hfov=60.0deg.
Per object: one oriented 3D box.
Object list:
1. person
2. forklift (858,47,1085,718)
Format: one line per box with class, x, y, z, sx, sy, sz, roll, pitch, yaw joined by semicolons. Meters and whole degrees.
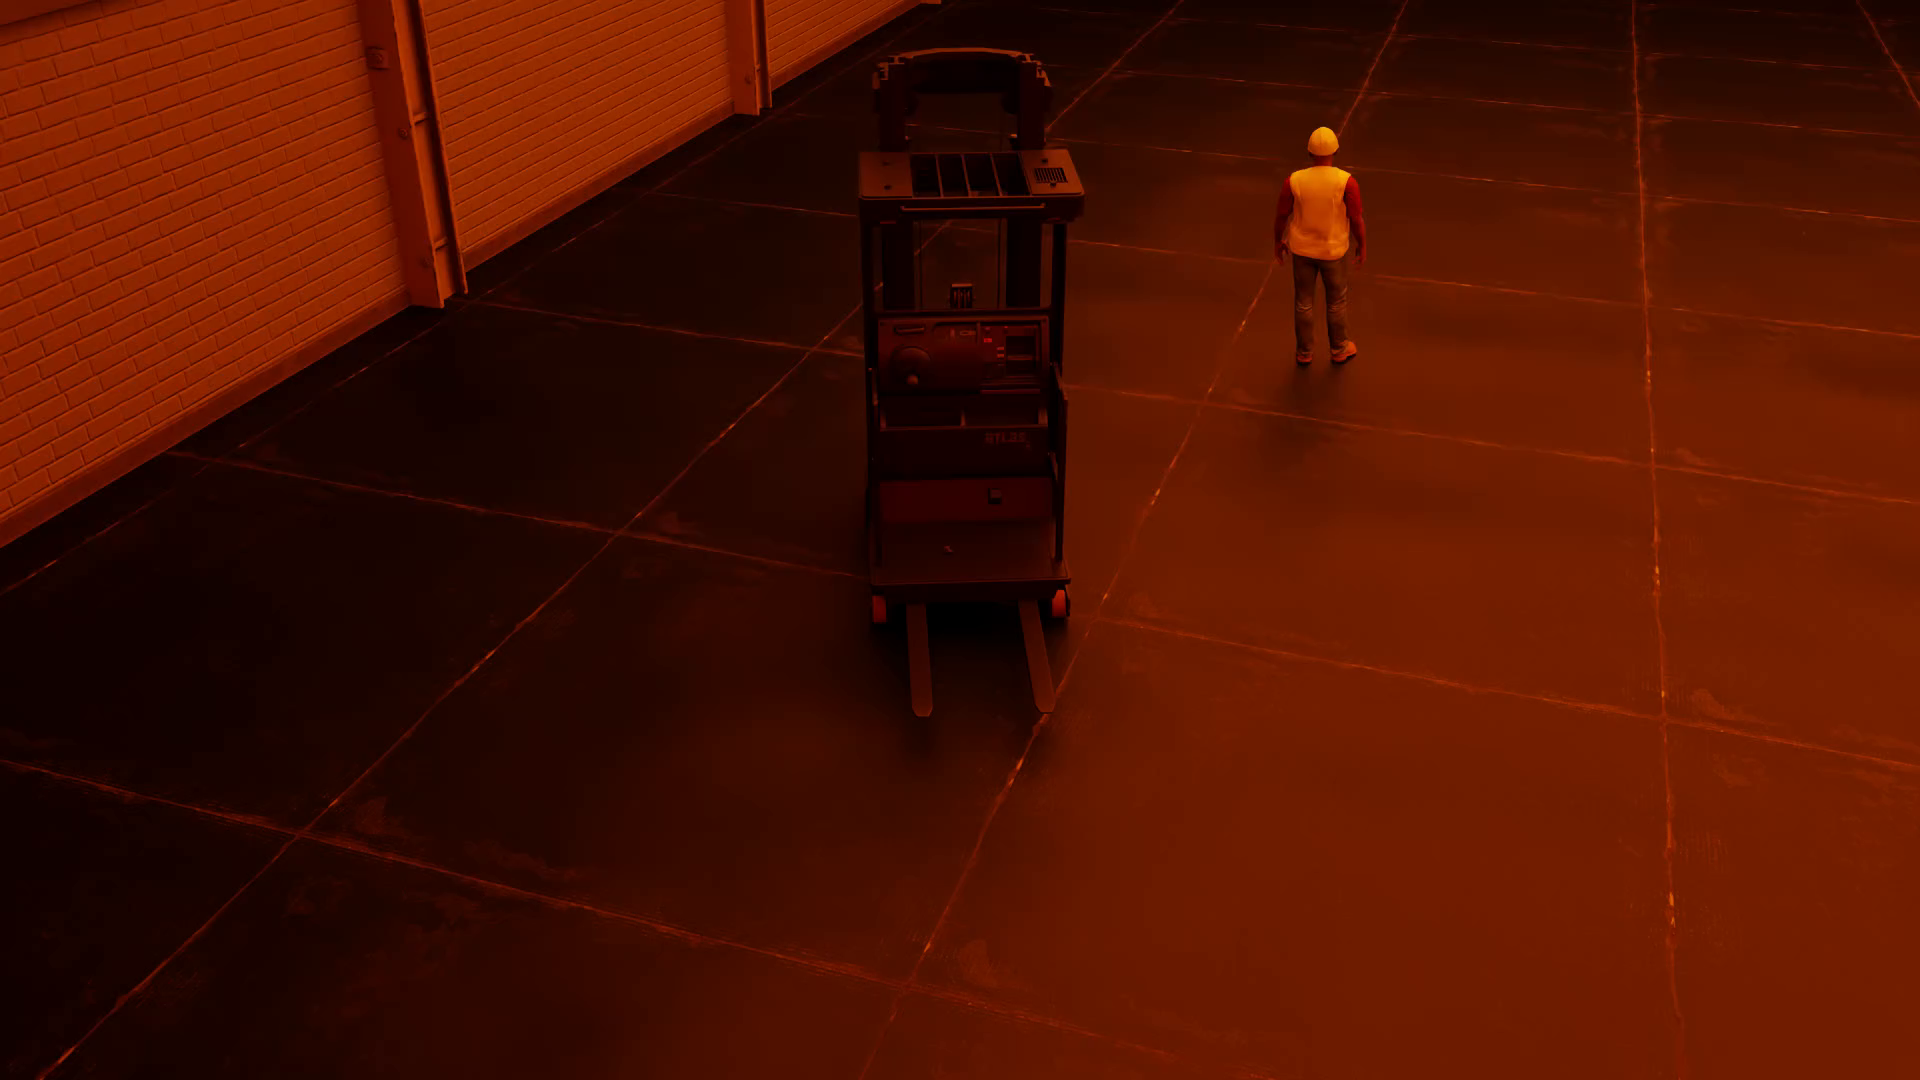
person;2.616;-2.138;12.048;0.665;1.767;0.576;11;32;19
forklift;0.035;-0.972;8.842;1.130;2.935;3.031;-2;30;-3
